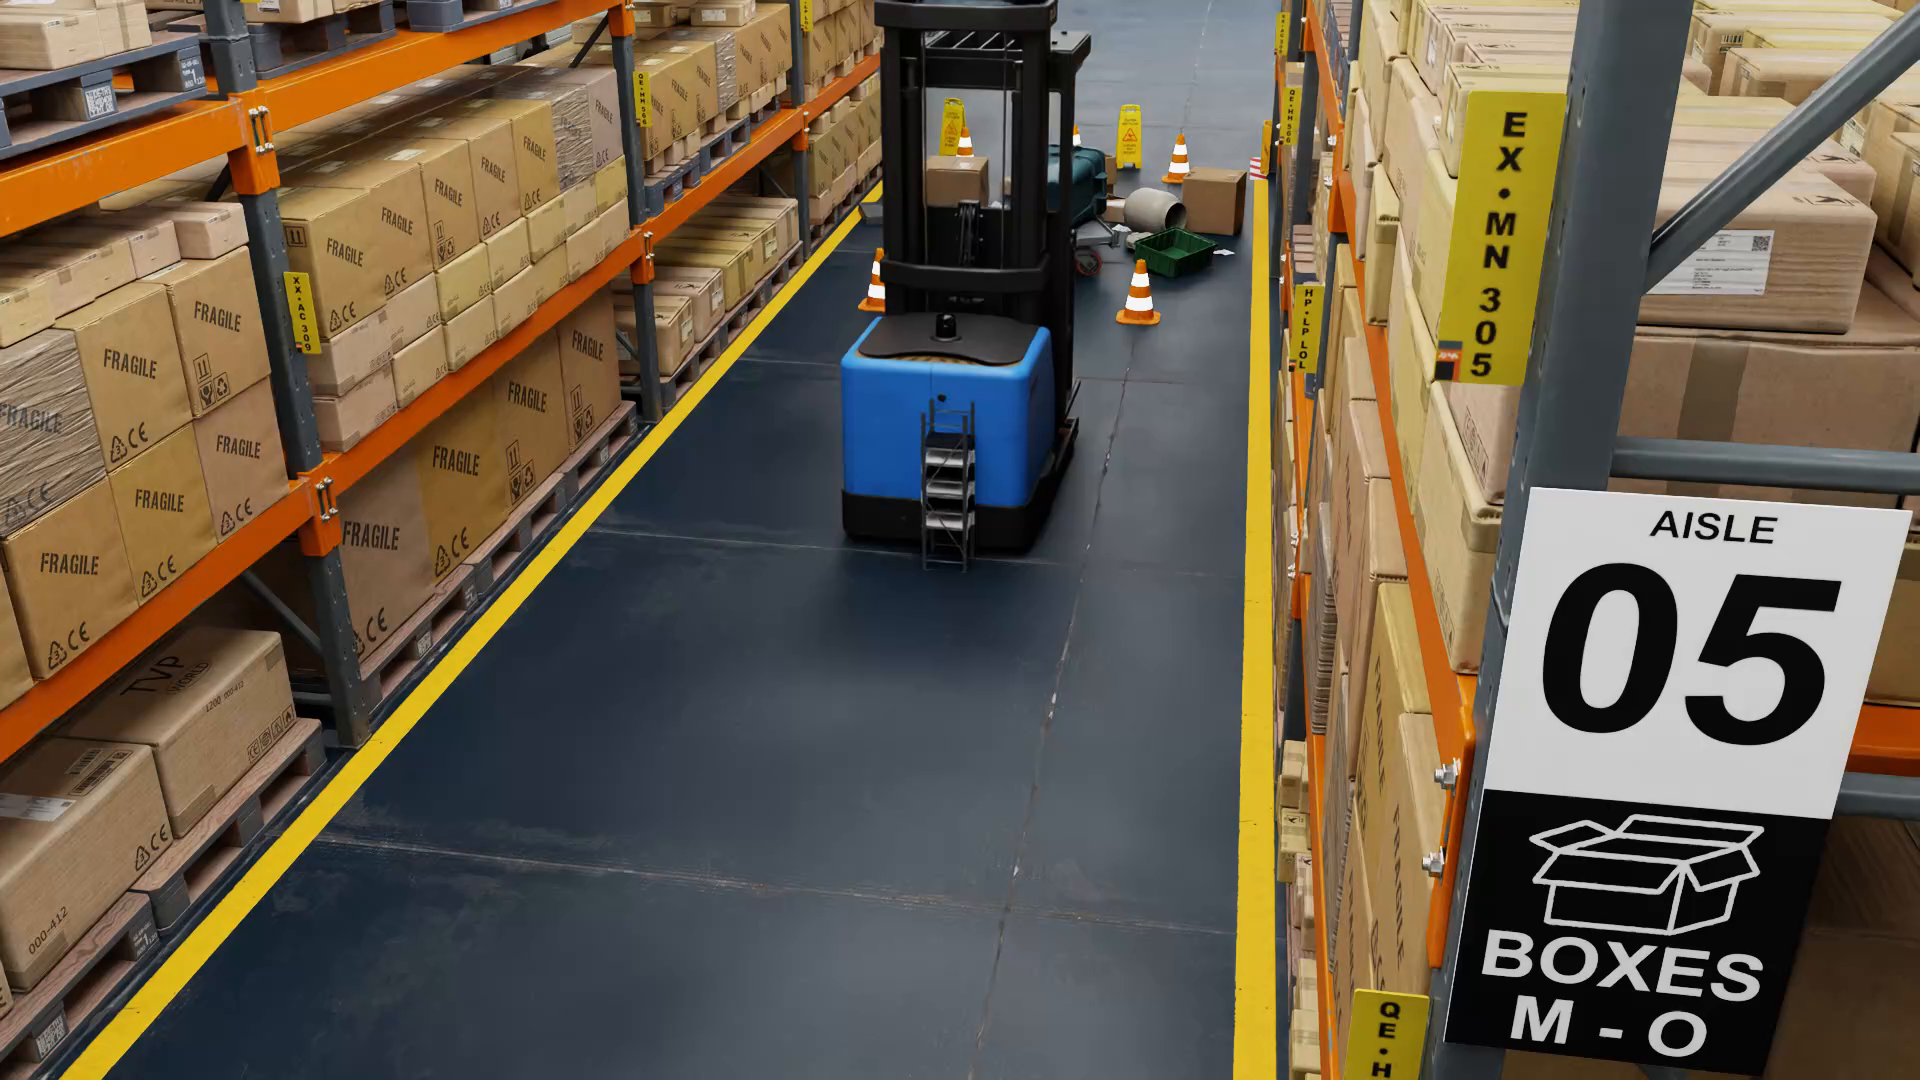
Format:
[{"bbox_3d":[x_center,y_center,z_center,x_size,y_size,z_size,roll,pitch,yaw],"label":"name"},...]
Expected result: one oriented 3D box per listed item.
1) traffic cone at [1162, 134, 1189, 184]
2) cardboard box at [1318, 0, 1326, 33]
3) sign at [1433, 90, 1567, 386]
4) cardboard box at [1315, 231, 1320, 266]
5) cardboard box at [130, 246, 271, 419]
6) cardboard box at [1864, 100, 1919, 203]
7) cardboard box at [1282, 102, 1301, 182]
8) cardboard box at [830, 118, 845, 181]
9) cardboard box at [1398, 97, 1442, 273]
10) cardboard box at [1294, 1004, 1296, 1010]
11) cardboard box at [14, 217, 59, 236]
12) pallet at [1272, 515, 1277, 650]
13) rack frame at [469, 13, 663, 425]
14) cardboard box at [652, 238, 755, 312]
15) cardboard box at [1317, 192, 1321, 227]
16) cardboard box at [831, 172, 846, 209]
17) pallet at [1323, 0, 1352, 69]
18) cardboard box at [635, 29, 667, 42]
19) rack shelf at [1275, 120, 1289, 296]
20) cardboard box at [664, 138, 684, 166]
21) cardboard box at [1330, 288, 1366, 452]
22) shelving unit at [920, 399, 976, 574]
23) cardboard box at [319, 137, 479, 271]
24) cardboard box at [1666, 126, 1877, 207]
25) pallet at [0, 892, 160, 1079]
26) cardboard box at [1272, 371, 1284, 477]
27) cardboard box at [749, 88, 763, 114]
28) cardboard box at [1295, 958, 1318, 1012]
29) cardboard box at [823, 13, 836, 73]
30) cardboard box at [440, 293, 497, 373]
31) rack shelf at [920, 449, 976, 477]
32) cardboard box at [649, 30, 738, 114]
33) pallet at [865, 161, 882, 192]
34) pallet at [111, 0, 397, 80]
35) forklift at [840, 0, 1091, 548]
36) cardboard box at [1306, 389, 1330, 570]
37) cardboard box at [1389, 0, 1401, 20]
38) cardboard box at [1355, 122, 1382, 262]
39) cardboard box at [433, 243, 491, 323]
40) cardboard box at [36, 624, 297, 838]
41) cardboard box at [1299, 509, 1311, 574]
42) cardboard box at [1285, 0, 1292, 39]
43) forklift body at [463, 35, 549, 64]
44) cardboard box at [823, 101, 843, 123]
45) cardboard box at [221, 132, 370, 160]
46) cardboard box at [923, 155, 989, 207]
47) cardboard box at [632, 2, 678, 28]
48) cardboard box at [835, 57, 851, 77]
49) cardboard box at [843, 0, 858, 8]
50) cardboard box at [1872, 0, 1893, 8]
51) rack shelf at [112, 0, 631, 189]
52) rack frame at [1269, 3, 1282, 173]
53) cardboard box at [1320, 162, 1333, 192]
[{"bbox_3d":[2.261,-3.939,17.119,0.336,0.463,0.334,4,25,9],"label":"traffic cone"},{"bbox_3d":[1.935,-2.630,7.674,0.500,0.500,0.500,4,25,9],"label":"cardboard box"},{"bbox_3d":[0.590,-0.326,1.826,0.100,0.325,0.005,4,25,9],"label":"sign"},{"bbox_3d":[2.082,-1.544,8.811,0.380,0.149,0.250,5,26,11],"label":"cardboard box"},{"bbox_3d":[-2.917,-0.775,6.070,0.500,0.500,0.500,4,25,8],"label":"cardboard box"},{"bbox_3d":[1.588,-0.551,2.468,0.380,0.149,0.250,4,25,8],"label":"cardboard box"},{"bbox_3d":[2.495,-2.750,11.469,0.500,0.500,0.500,4,25,9],"label":"cardboard box"},{"bbox_3d":[-1.366,-3.577,15.216,0.500,0.500,0.500,5,26,11],"label":"cardboard box"},{"bbox_3d":[1.127,-0.675,3.203,0.500,0.250,0.500,4,25,9],"label":"cardboard box"},{"bbox_3d":[1.239,1.584,5.196,0.380,0.149,0.250,3,25,7],"label":"cardboard box"},{"bbox_3d":[-3.446,-1.063,5.920,0.380,0.149,0.250,4,25,9],"label":"cardboard box"},{"bbox_3d":[2.111,0.233,8.504,1.003,0.211,1.213,4,25,9],"label":"pallet"},{"bbox_3d":[-2.458,-2.166,10.340,1.000,3.000,0.127,4,25,9],"label":"rack frame"},{"bbox_3d":[-2.114,-2.028,12.649,0.950,0.372,0.625,5,26,10],"label":"cardboard box"},{"bbox_3d":[2.122,-1.775,8.954,0.380,0.149,0.250,5,26,11],"label":"cardboard box"},{"bbox_3d":[-1.366,-3.236,15.374,0.500,0.250,0.500,5,26,11],"label":"cardboard box"},{"bbox_3d":[2.160,-2.151,6.991,1.213,0.211,1.003,4,25,9],"label":"pallet"},{"bbox_3d":[-2.413,-3.402,12.017,0.500,0.500,0.500,3,25,6],"label":"cardboard box"},{"bbox_3d":[2.769,-2.376,11.637,1.077,0.370,4.000,4,25,9],"label":"rack shelf"},{"bbox_3d":[-2.052,-2.593,11.053,0.380,0.149,0.250,2,25,5],"label":"cardboard box"},{"bbox_3d":[1.404,-0.436,4.995,0.500,0.500,0.500,3,25,7],"label":"cardboard box"},{"bbox_3d":[-0.062,-0.280,8.786,0.258,0.900,0.210,5,26,10],"label":"shelving unit"},{"bbox_3d":[-2.616,-1.580,7.790,0.500,0.500,0.500,3,25,7],"label":"cardboard box"},{"bbox_3d":[1.014,-0.475,2.305,0.380,0.149,0.250,4,25,9],"label":"cardboard box"},{"bbox_3d":[-3.511,1.594,5.596,1.003,0.211,1.213,4,25,9],"label":"pallet"},{"bbox_3d":[2.074,-0.646,9.544,0.500,0.500,0.500,3,25,6],"label":"cardboard box"},{"bbox_3d":[-1.722,-3.355,12.681,0.380,0.149,0.250,4,25,9],"label":"cardboard box"},{"bbox_3d":[1.237,1.447,5.138,0.380,0.149,0.250,4,25,8],"label":"cardboard box"},{"bbox_3d":[-1.399,-4.396,14.634,0.500,0.500,0.500,4,25,8],"label":"cardboard box"},{"bbox_3d":[-2.597,-1.021,8.070,0.500,0.250,0.500,4,25,8],"label":"cardboard box"},{"bbox_3d":[-0.062,-0.412,8.723,0.258,0.077,0.200,5,26,10],"label":"rack shelf"},{"bbox_3d":[-1.909,-3.358,11.923,0.500,0.500,0.500,3,25,7],"label":"cardboard box"},{"bbox_3d":[-1.331,-3.880,17.291,1.003,0.211,1.213,4,25,9],"label":"pallet"},{"bbox_3d":[-3.011,-2.152,6.997,0.805,0.209,1.217,3,25,6],"label":"pallet"},{"bbox_3d":[0.145,-1.884,9.817,1.130,2.935,3.031,5,26,10],"label":"forklift"},{"bbox_3d":[1.458,-0.183,5.634,0.500,0.500,0.500,4,25,8],"label":"cardboard box"},{"bbox_3d":[1.352,-1.460,4.409,0.380,0.149,0.250,3,25,7],"label":"cardboard box"},{"bbox_3d":[1.275,-0.882,4.234,0.500,0.250,0.500,5,26,11],"label":"cardboard box"},{"bbox_3d":[-2.596,-1.246,7.960,0.500,0.250,0.500,4,25,9],"label":"cardboard box"},{"bbox_3d":[-3.321,0.732,6.675,0.875,0.438,0.875,4,25,8],"label":"cardboard box"},{"bbox_3d":[1.419,0.017,5.972,0.380,0.149,0.250,5,26,10],"label":"cardboard box"},{"bbox_3d":[3.165,-4.486,13.844,0.875,0.550,0.550,4,25,9],"label":"cardboard box"},{"bbox_3d":[-4.559,-4.551,16.435,2.313,2.155,1.214,4,25,9],"label":"forklift body"},{"bbox_3d":[-1.280,-3.909,15.161,0.380,0.149,0.250,5,26,11],"label":"cardboard box"},{"bbox_3d":[-3.107,-1.623,7.883,0.500,0.500,0.500,5,26,10],"label":"cardboard box"},{"bbox_3d":[-0.044,-2.939,14.047,0.500,0.500,0.500,4,25,9],"label":"cardboard box"},{"bbox_3d":[-2.306,-3.870,12.250,0.380,0.149,0.250,5,26,11],"label":"cardboard box"},{"bbox_3d":[-1.218,-4.370,15.343,0.380,0.149,0.250,4,25,9],"label":"cardboard box"},{"bbox_3d":[-1.305,-5.062,14.877,0.700,0.500,0.500,3,25,7],"label":"cardboard box"},{"bbox_3d":[8.022,-4.620,13.934,0.500,0.500,0.500,4,25,9],"label":"cardboard box"},{"bbox_3d":[-2.785,-2.363,8.070,1.077,0.370,4.000,4,25,9],"label":"rack shelf"},{"bbox_3d":[3.749,-5.212,16.846,1.000,3.000,0.127,4,25,9],"label":"rack frame"},{"bbox_3d":[2.134,-1.919,8.911,0.380,0.149,0.250,3,25,7],"label":"cardboard box"}]
